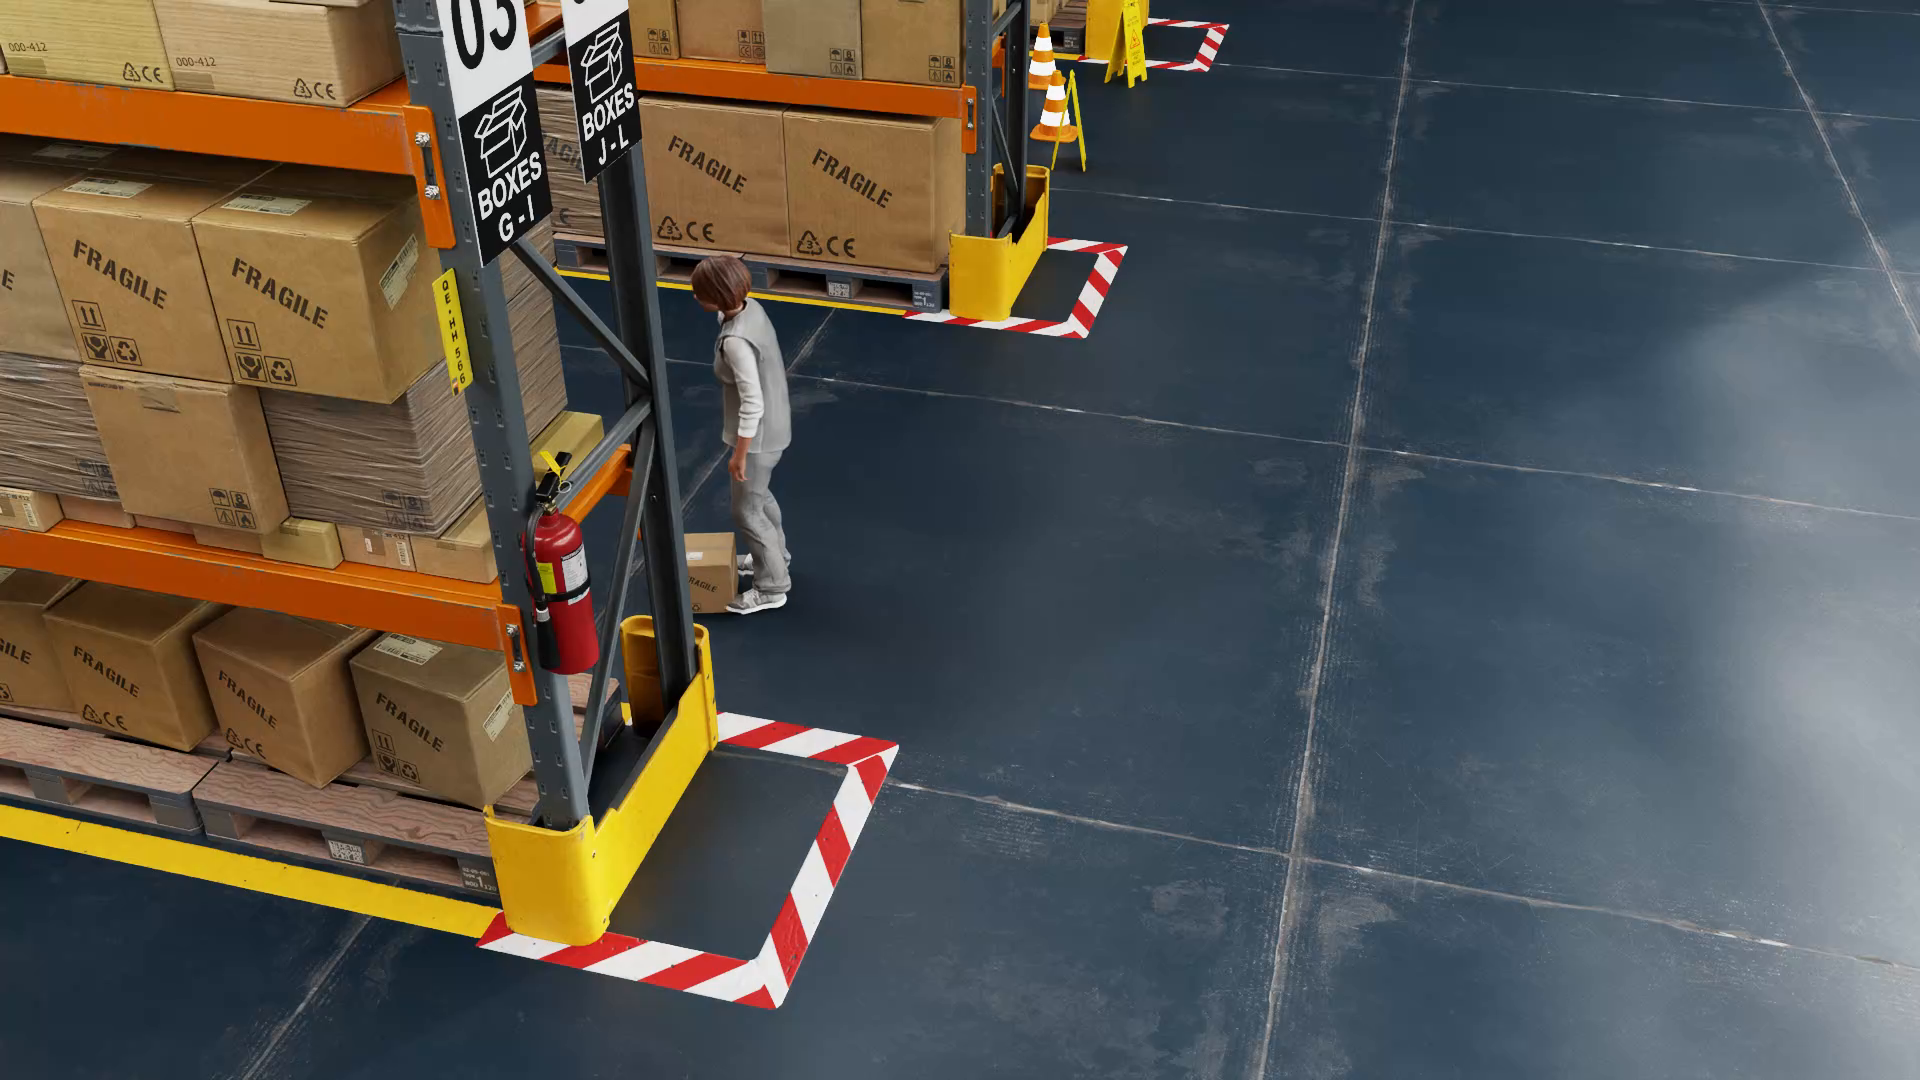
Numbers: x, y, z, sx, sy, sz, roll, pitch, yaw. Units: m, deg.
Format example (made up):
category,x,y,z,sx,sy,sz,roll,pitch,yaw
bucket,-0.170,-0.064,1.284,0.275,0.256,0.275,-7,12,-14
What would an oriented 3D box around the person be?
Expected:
category,x,y,z,sx,sy,sz,roll,pitch,yaw
person,-0.860,-0.431,6.807,0.345,1.593,0.481,-2,33,-3
